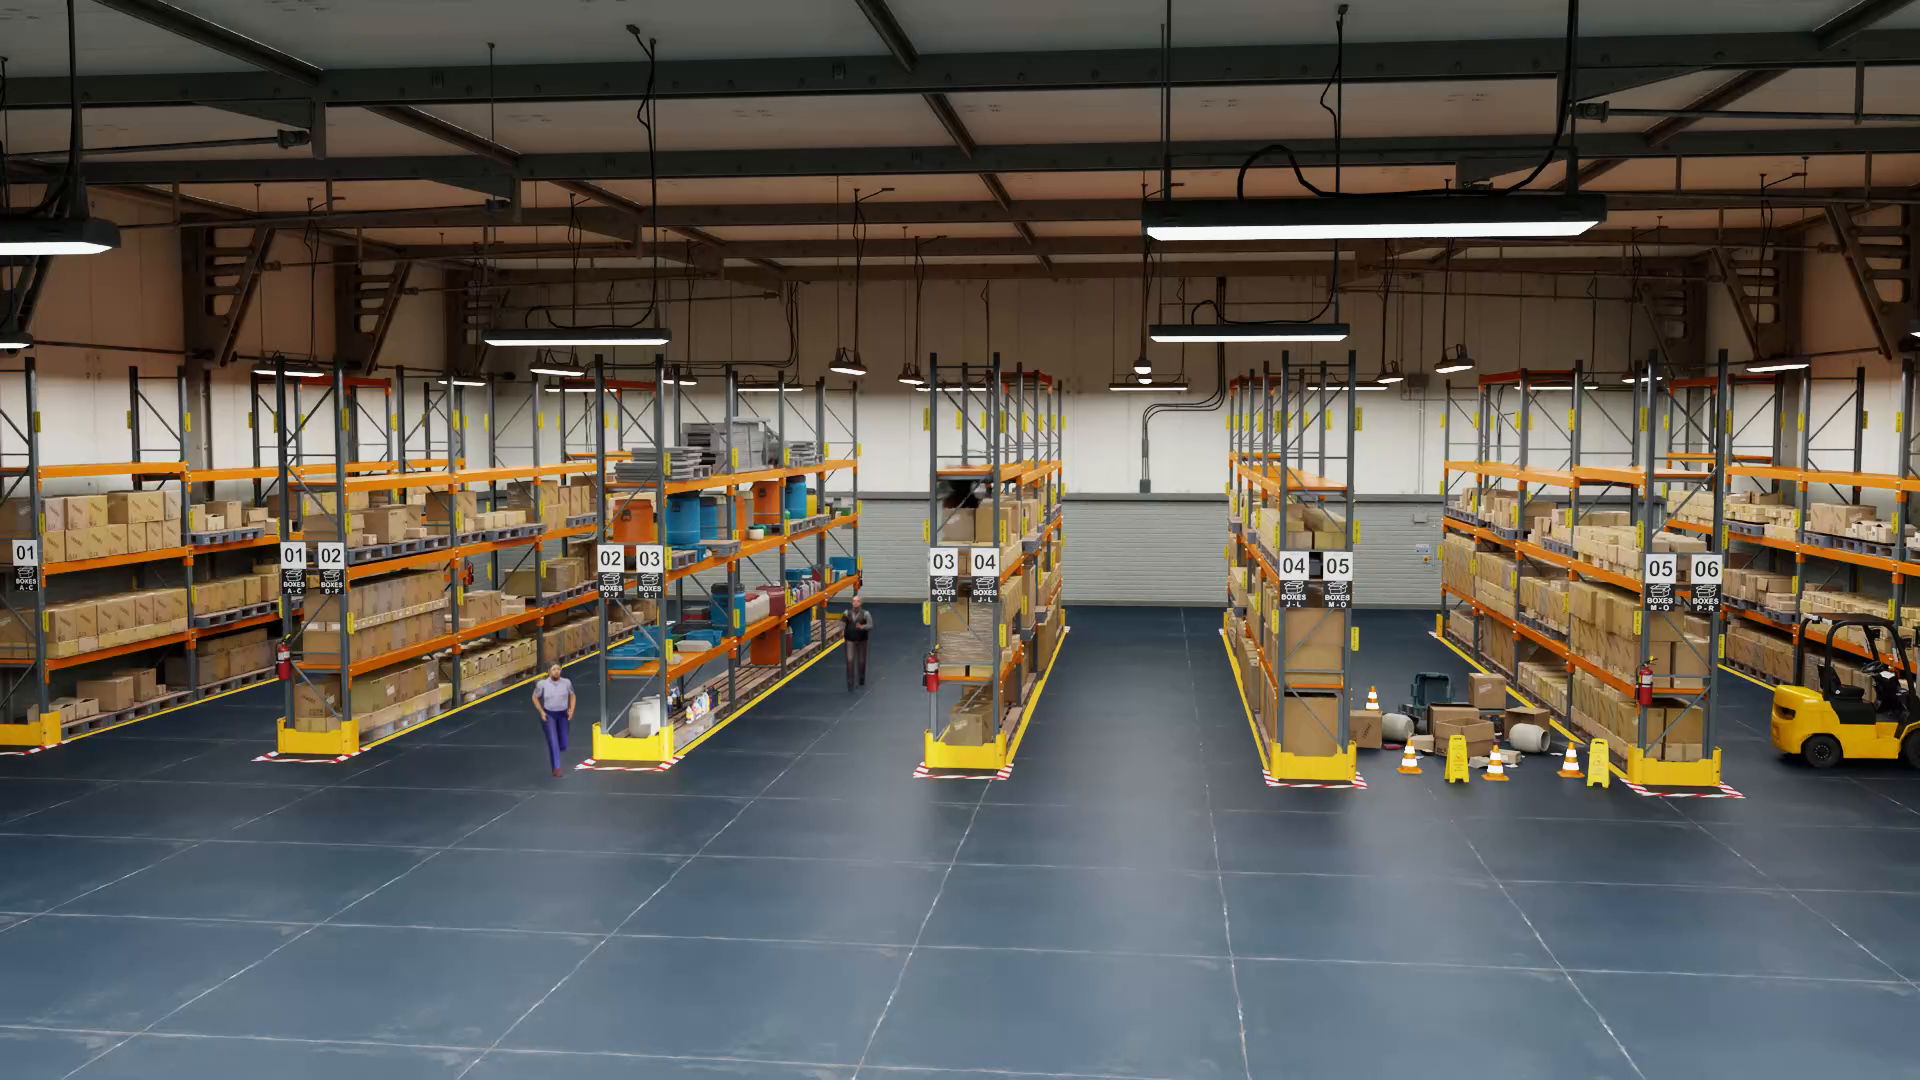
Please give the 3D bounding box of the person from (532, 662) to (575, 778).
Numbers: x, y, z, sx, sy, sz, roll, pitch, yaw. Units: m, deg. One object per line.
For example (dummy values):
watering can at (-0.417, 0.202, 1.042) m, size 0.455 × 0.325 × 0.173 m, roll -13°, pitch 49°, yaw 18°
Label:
person at (-5.789, 2.539, 23.734) m, size 0.603 × 1.602 × 0.692 m, roll -2°, pitch 5°, yaw -29°

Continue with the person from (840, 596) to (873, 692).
person at (-1.941, 1.914, 31.112) m, size 0.645 × 1.732 × 0.906 m, roll 0°, pitch 4°, yaw 0°
